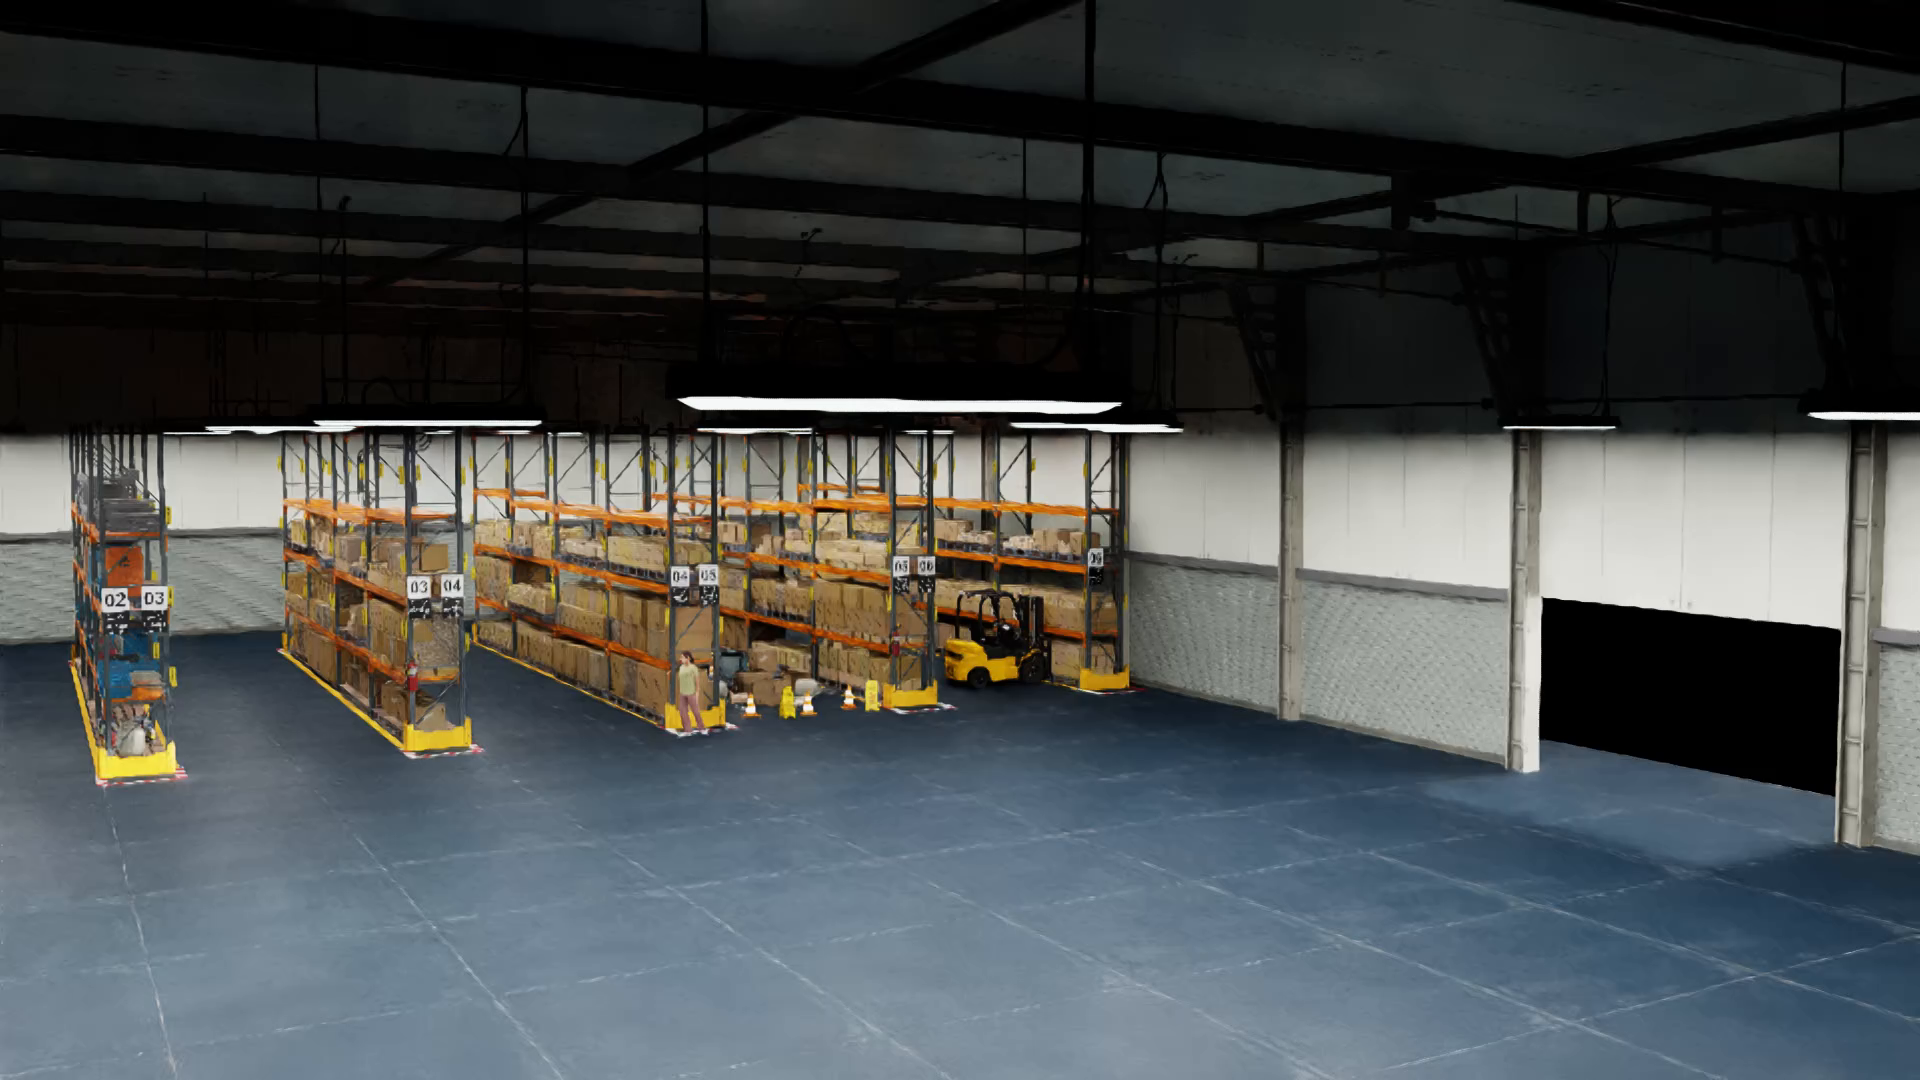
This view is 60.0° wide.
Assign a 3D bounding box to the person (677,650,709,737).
[{"bbox_3d":[-5.140,2.931,31.858,0.565,1.664,0.543,2,4,31],"label":"person"}]

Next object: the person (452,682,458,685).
[{"bbox_3d":[-11.918,2.482,38.436,0.546,1.695,1.106,-2,4,-32],"label":"person"}]
